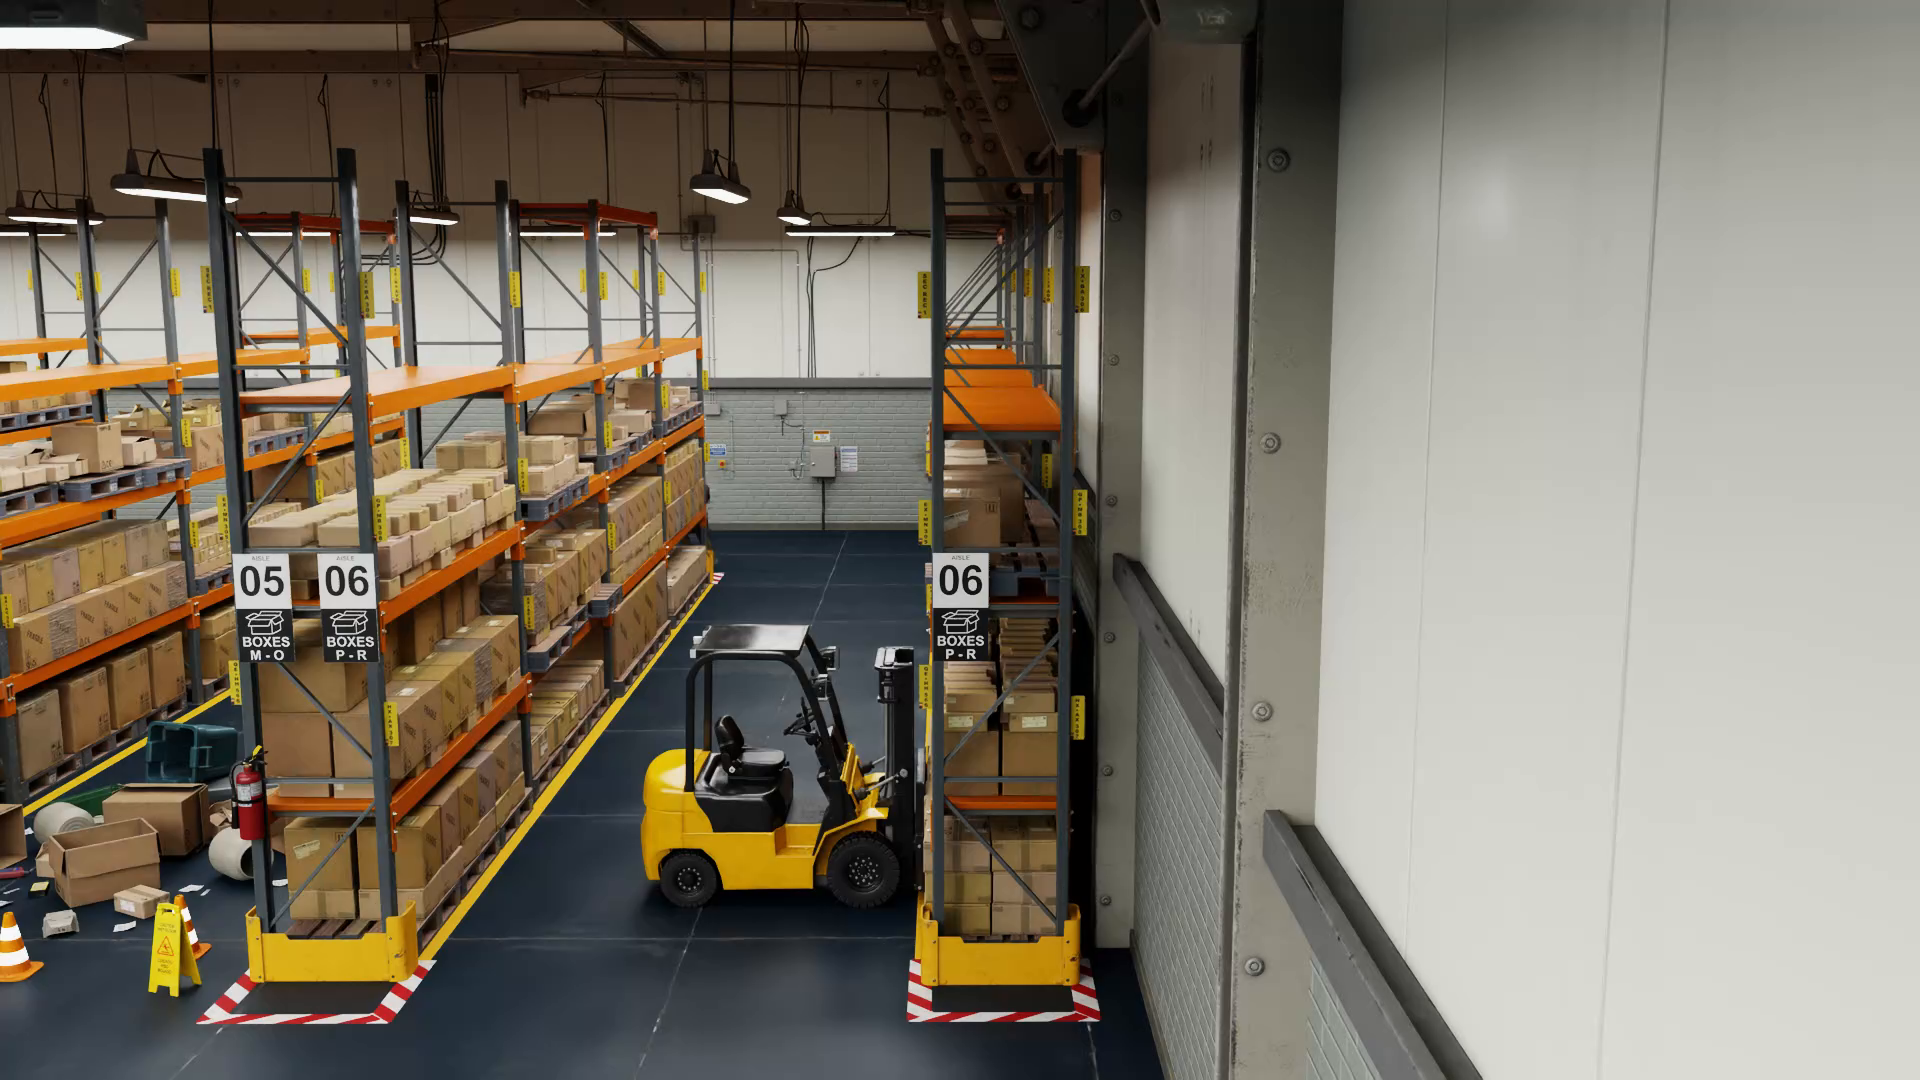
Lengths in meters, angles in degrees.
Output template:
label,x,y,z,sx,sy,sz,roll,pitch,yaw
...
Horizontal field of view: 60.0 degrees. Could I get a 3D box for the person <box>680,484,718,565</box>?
label,x,y,z,sx,sy,sz,roll,pitch,yaw
person,-4.675,-0.364,29.302,0.682,1.782,0.762,6,11,31
